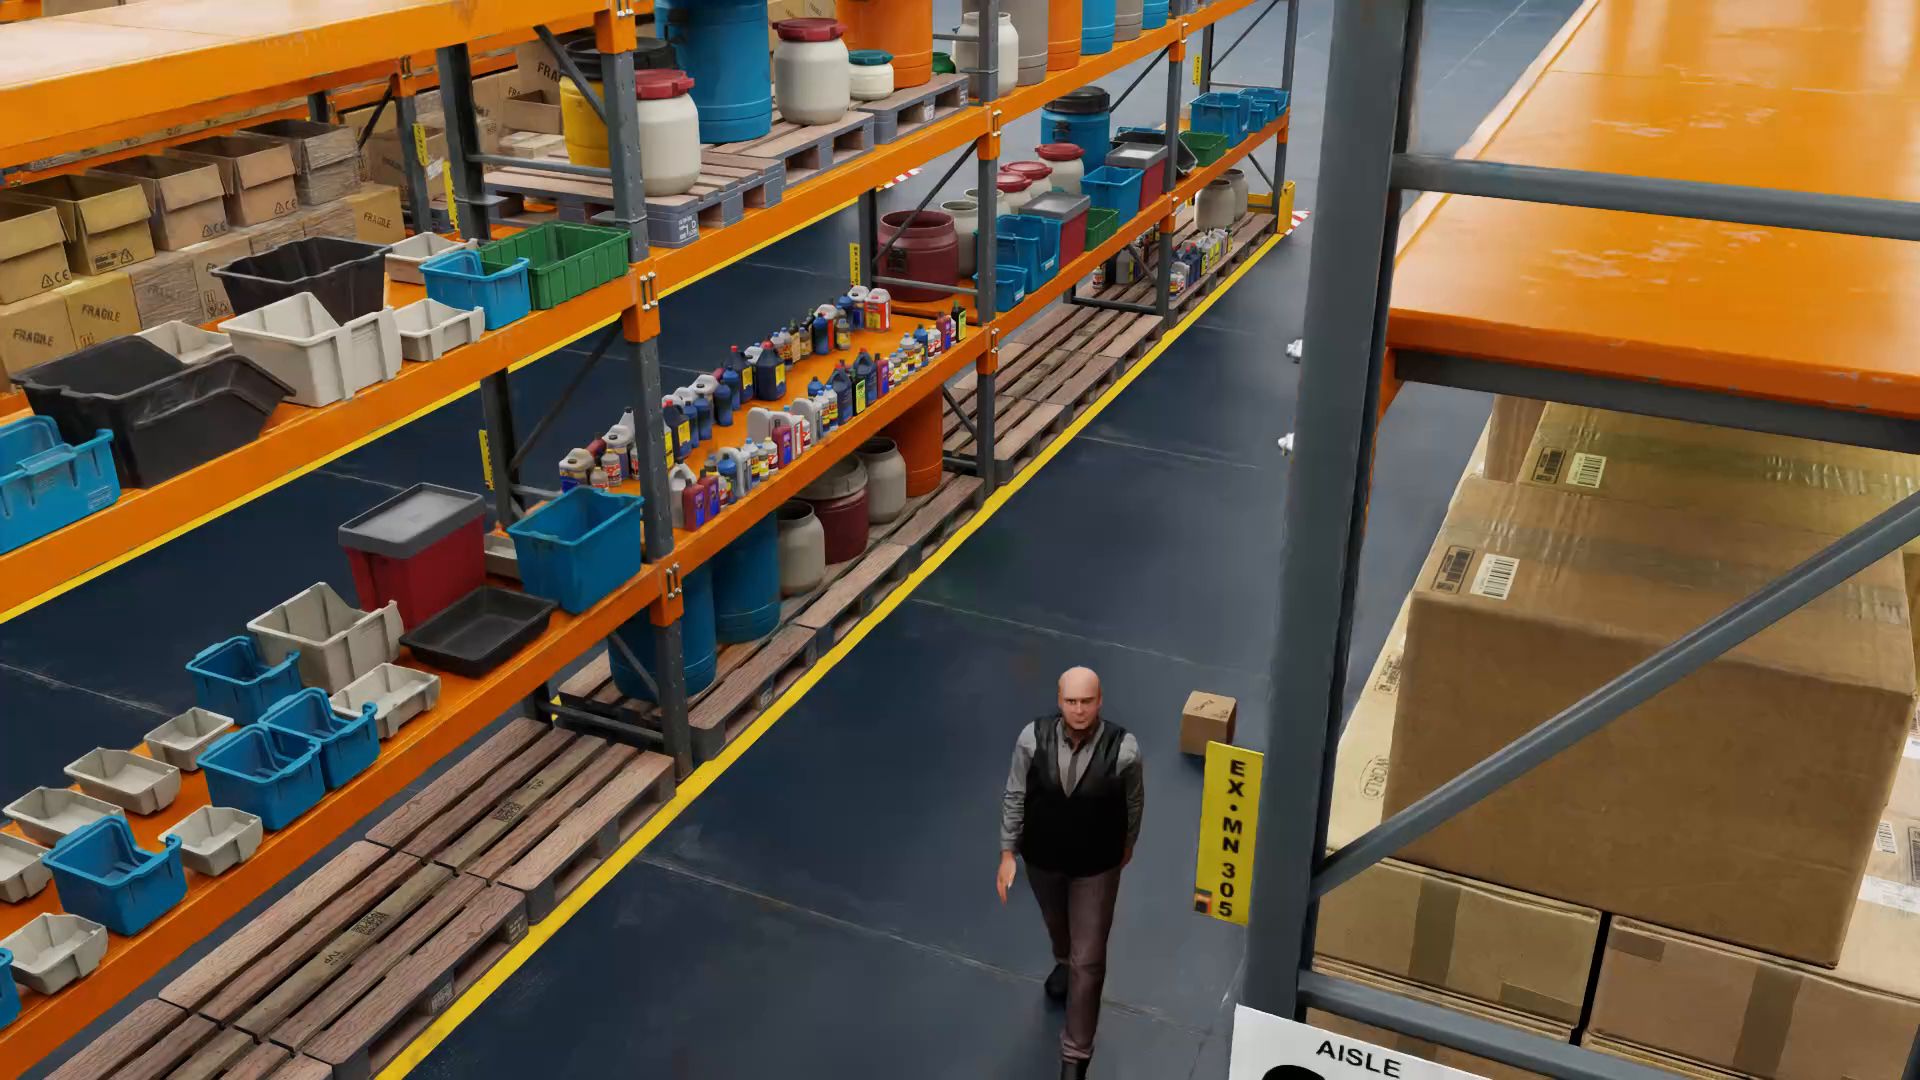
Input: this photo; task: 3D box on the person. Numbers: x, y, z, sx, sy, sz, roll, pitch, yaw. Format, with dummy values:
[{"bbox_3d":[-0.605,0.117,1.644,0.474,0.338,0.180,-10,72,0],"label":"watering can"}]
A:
[{"bbox_3d":[0.414,1.327,6.703,0.539,1.673,0.949,8,27,17],"label":"person"}]
